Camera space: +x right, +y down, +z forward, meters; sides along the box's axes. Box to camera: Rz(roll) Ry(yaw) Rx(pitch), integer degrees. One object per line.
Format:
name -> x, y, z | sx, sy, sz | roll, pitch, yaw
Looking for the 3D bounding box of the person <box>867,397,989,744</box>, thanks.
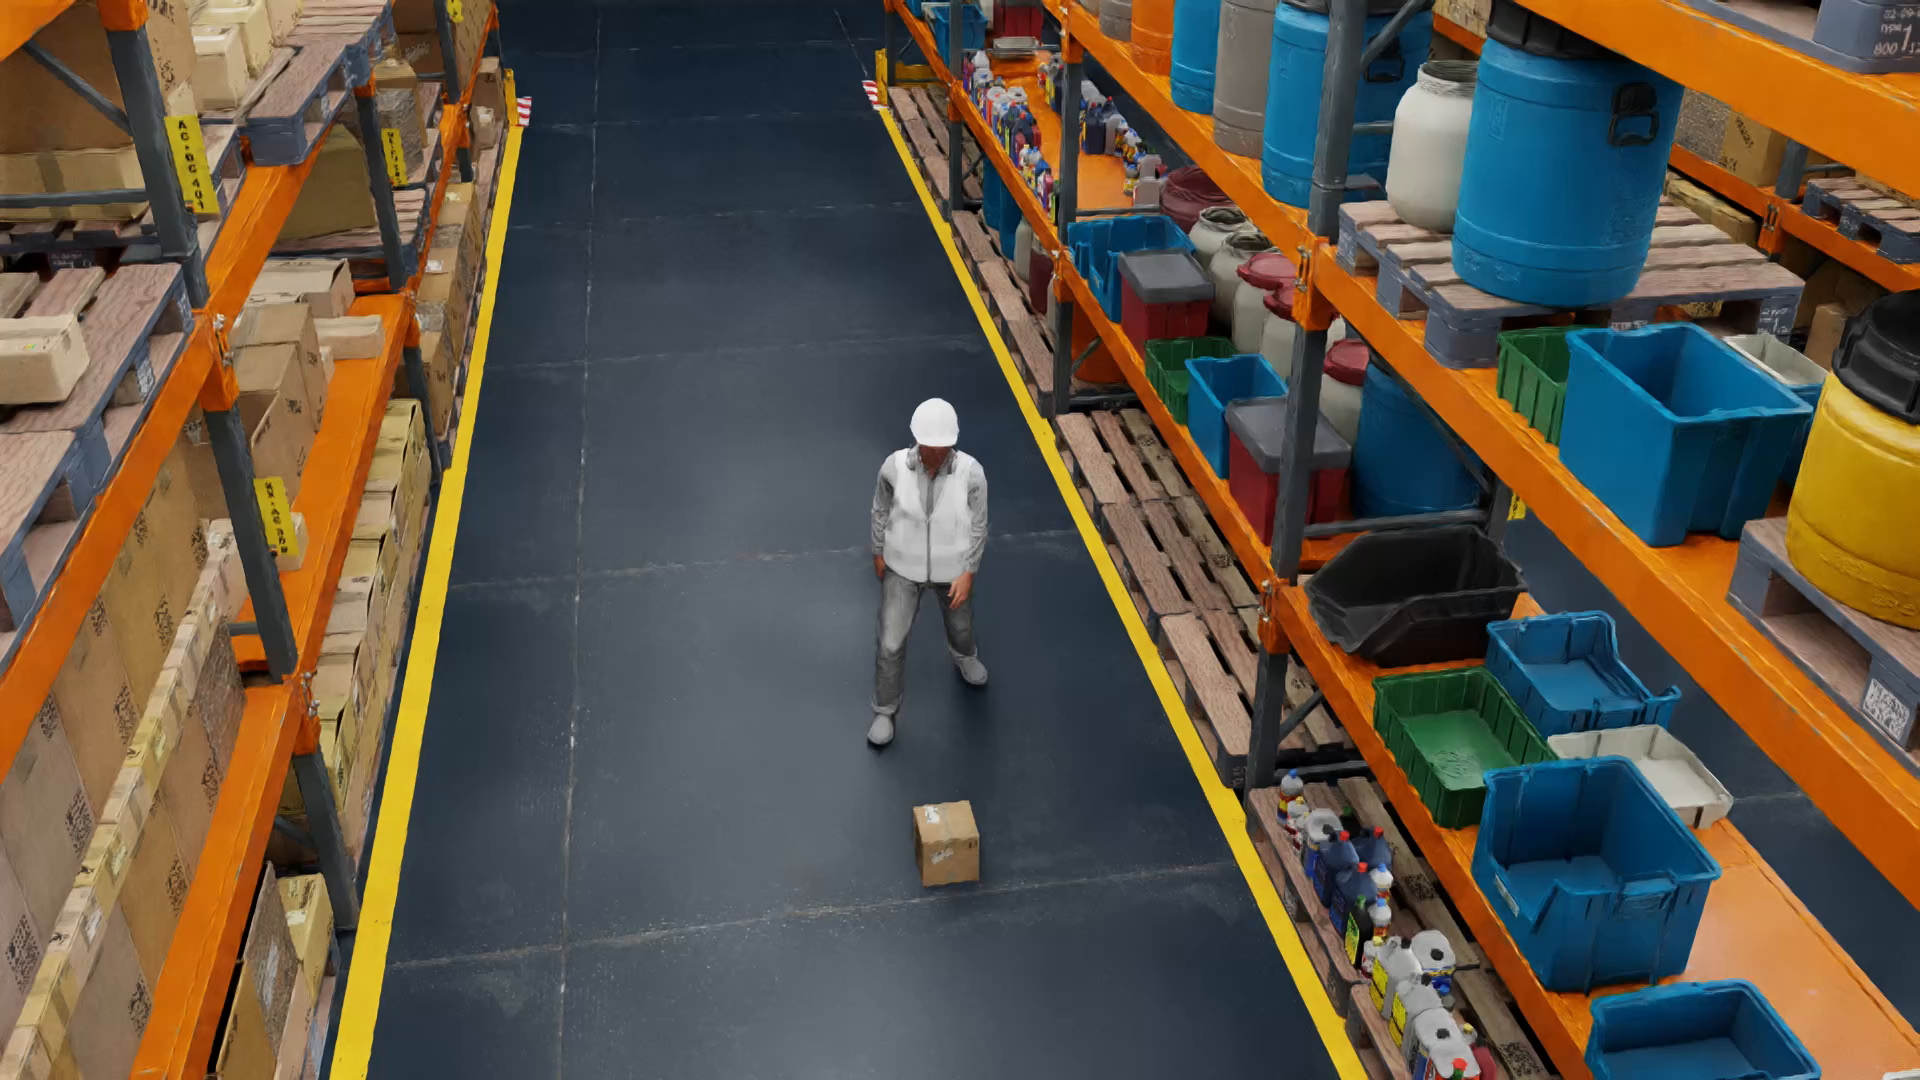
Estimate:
person -> -0.155, 0.086, 7.999 | 0.594, 1.735, 0.802 | 0, 30, 0
